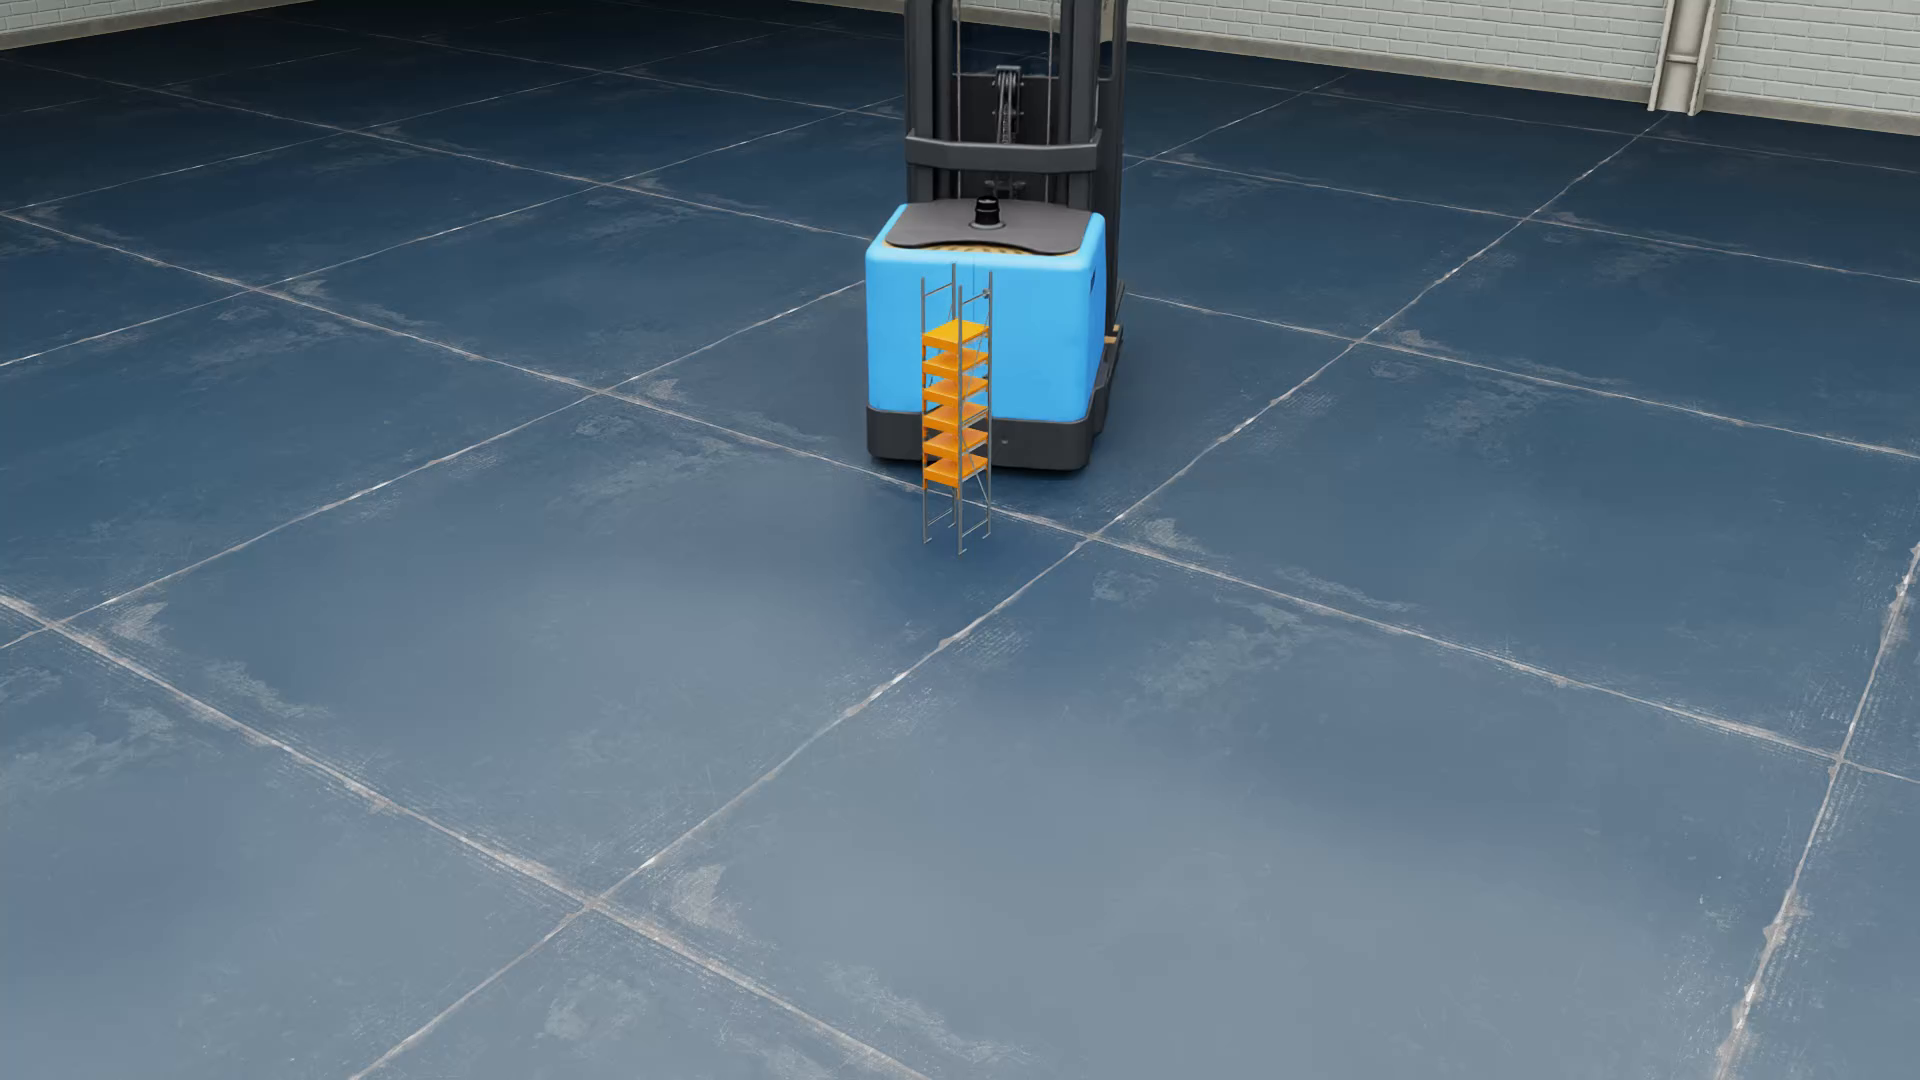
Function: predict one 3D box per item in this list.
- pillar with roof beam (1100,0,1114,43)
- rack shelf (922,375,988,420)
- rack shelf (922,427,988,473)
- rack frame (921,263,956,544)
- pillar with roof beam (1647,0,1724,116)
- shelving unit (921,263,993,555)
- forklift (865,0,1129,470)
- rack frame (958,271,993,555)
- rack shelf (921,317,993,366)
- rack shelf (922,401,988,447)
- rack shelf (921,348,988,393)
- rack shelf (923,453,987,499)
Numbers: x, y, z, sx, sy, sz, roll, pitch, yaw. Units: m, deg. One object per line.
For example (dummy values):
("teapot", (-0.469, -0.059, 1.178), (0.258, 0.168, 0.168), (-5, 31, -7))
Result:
("pillar with roof beam", (-1.043, -7.759, 12.575), (0.400, 9.000, 9.100), (17, 32, 30))
("rack shelf", (-0.012, -0.606, 6.951), (0.180, 0.103, 0.258), (17, 32, 30))
("rack shelf", (-0.012, -0.392, 7.060), (0.180, 0.103, 0.258), (17, 32, 30))
("rack frame", (-0.087, -0.562, 7.031), (0.006, 1.200, 0.240), (17, 32, 30))
("pillar with roof beam", (3.902, -6.218, 9.547), (0.400, 9.000, 9.100), (17, 32, 30))
("shelving unit", (-0.012, -0.538, 6.985), (0.189, 1.200, 0.258), (17, 32, 30))
("forklift", (0.311, -2.274, 8.486), (1.130, 2.935, 3.031), (4, 27, 9))
("rack frame", (0.063, -0.515, 6.939), (0.006, 1.200, 0.240), (17, 32, 30))
("rack shelf", (-0.012, -0.820, 6.842), (0.180, 0.103, 0.258), (17, 32, 30))
("rack shelf", (-0.012, -0.499, 7.005), (0.180, 0.103, 0.258), (17, 32, 30))
("rack shelf", (-0.012, -0.713, 6.896), (0.180, 0.103, 0.258), (17, 32, 30))
("rack shelf", (-0.012, -0.285, 7.114), (0.180, 0.103, 0.258), (17, 32, 30))
